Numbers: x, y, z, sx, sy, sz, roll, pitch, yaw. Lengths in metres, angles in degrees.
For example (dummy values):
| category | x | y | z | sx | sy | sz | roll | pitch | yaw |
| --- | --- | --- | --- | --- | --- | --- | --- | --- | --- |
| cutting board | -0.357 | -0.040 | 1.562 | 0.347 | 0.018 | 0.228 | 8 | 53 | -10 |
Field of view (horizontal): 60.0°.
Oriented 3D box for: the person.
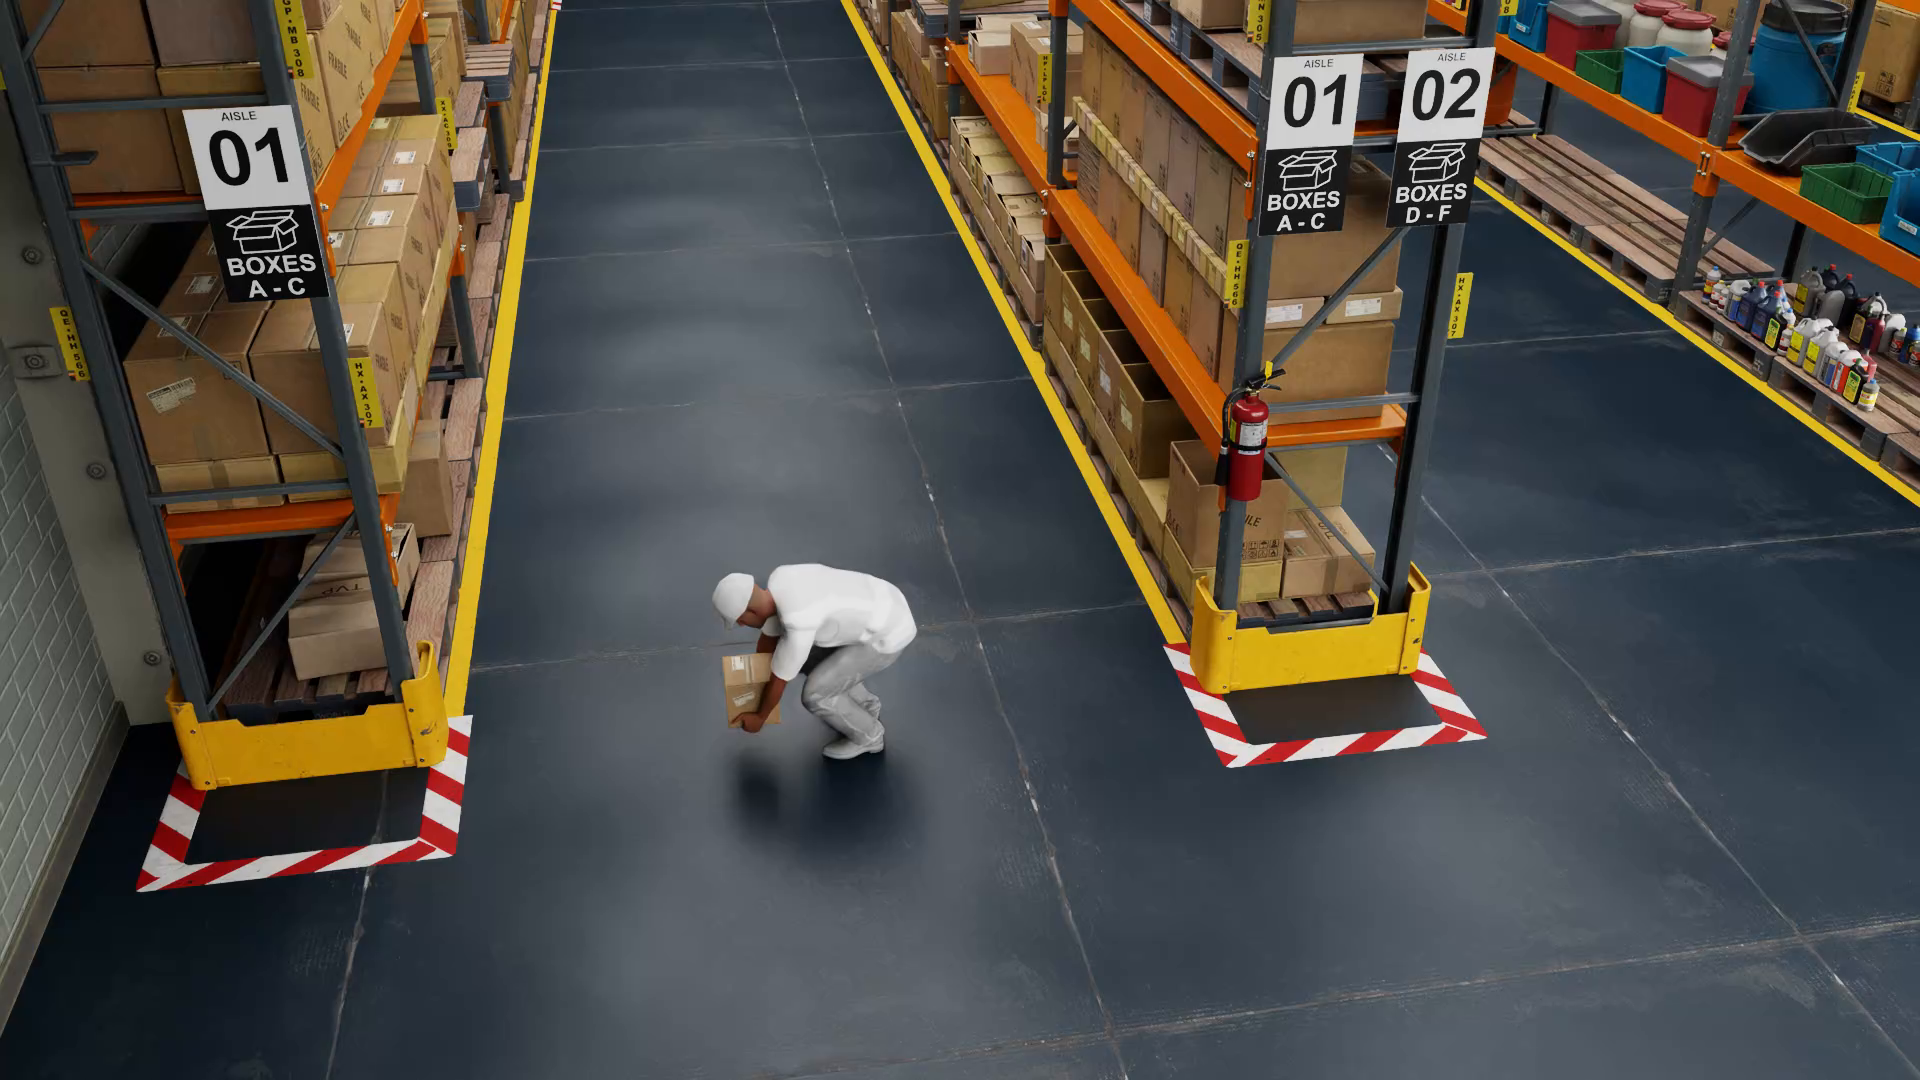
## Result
| category | x | y | z | sx | sy | sz | roll | pitch | yaw |
| --- | --- | --- | --- | --- | --- | --- | --- | --- | --- |
| person | -0.678 | 0.552 | 7.927 | 0.940 | 1.009 | 0.527 | -6 | 31 | -11 |
